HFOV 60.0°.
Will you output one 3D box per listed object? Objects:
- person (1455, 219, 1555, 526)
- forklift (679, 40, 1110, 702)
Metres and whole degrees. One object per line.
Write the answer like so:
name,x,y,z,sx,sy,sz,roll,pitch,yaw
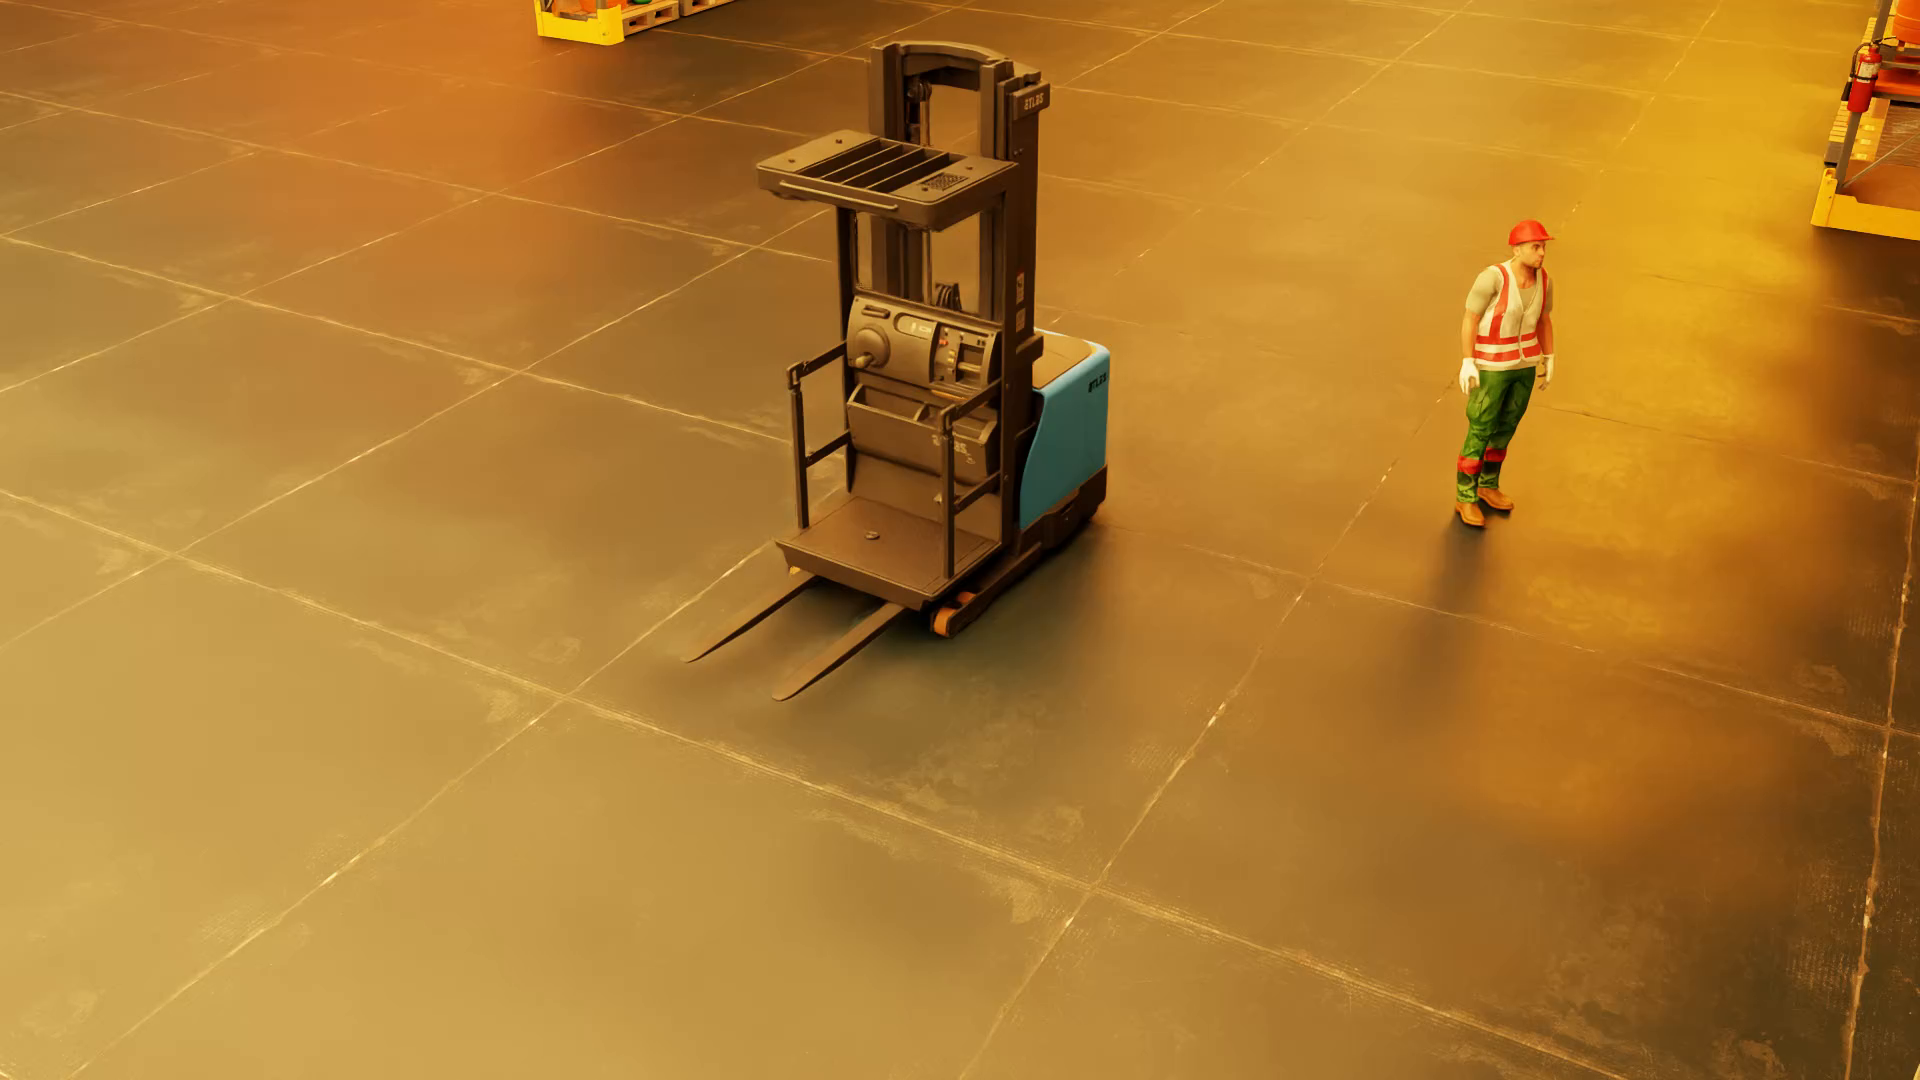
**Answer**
person,3.305,-1.006,9.944,0.643,1.789,0.565,-10,31,-16
forklift,-0.328,-1.006,8.814,1.130,2.935,3.031,18,35,29
